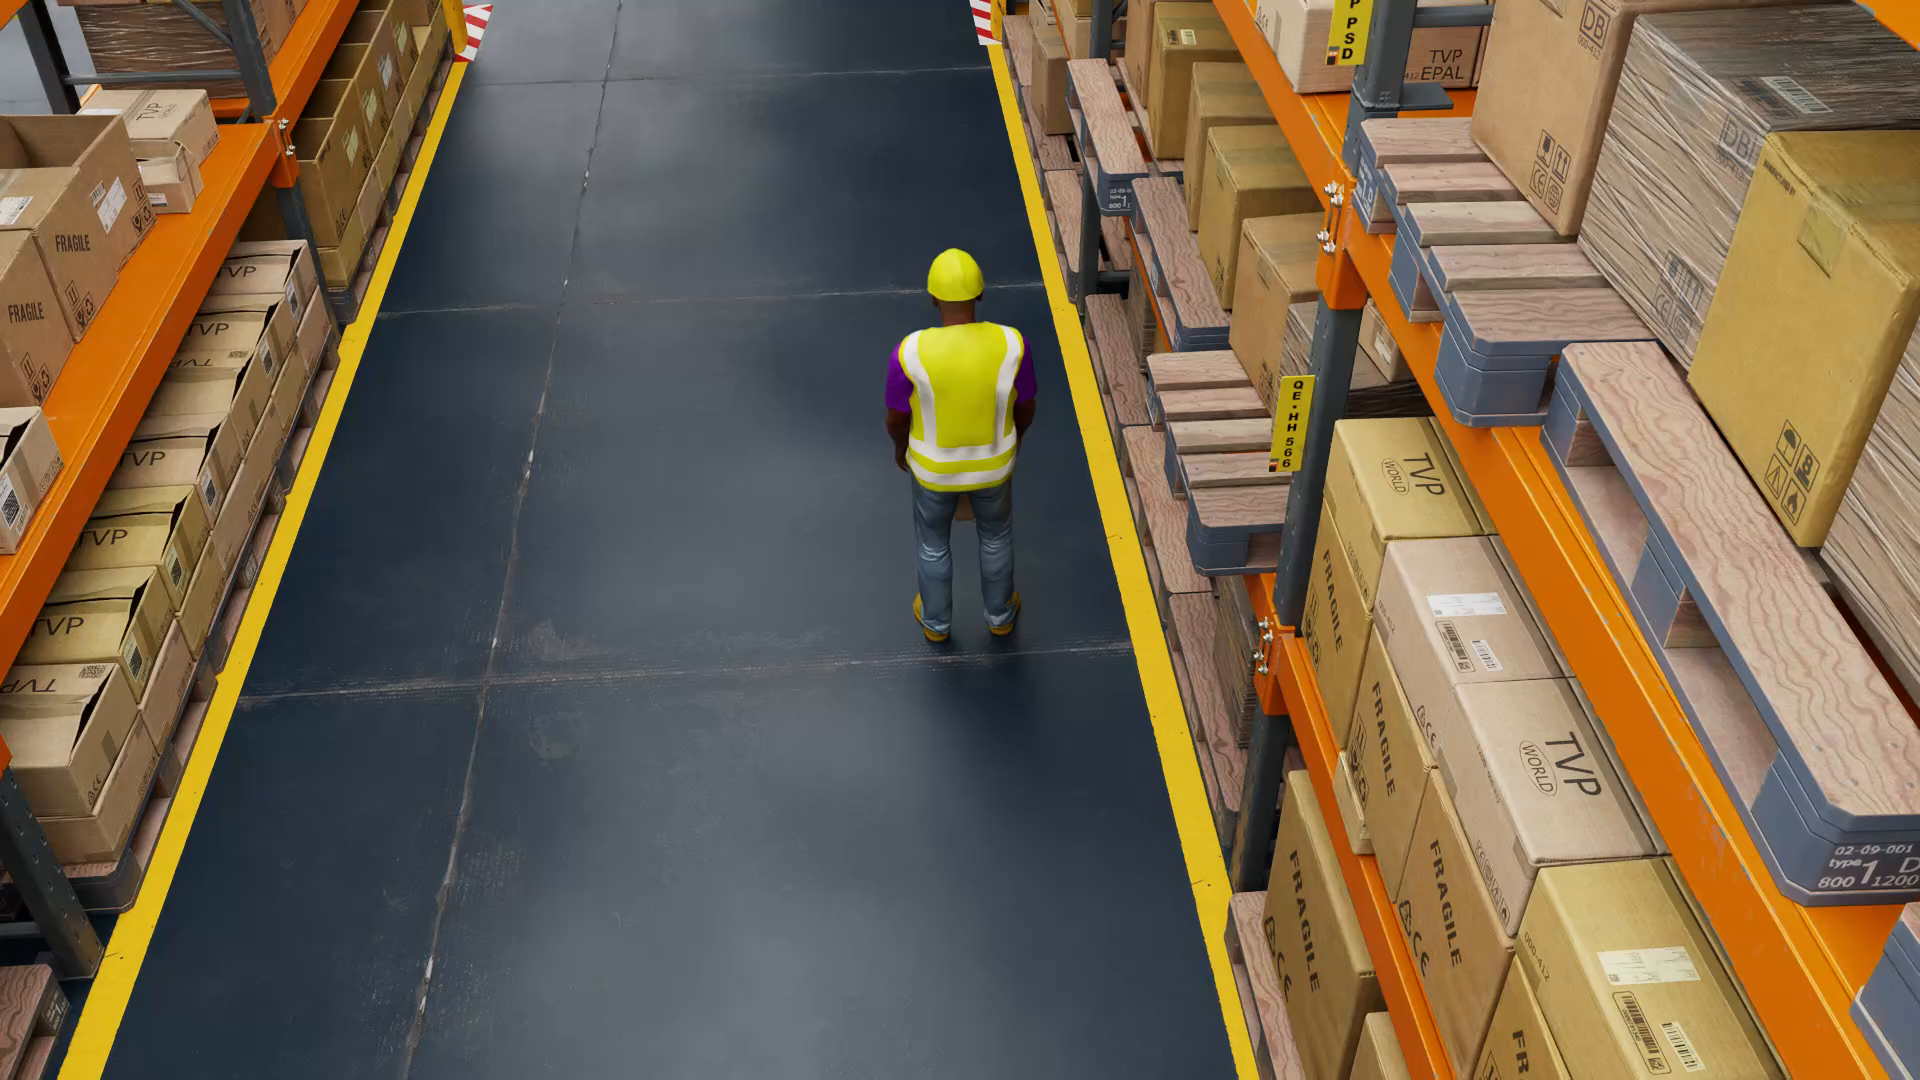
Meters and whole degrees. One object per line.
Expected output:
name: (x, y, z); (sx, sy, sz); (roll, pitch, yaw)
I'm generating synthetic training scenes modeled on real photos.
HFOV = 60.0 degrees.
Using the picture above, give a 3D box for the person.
person: (-0.016, -0.338, 6.558); (0.636, 1.761, 0.454); (-5, 39, -6)
